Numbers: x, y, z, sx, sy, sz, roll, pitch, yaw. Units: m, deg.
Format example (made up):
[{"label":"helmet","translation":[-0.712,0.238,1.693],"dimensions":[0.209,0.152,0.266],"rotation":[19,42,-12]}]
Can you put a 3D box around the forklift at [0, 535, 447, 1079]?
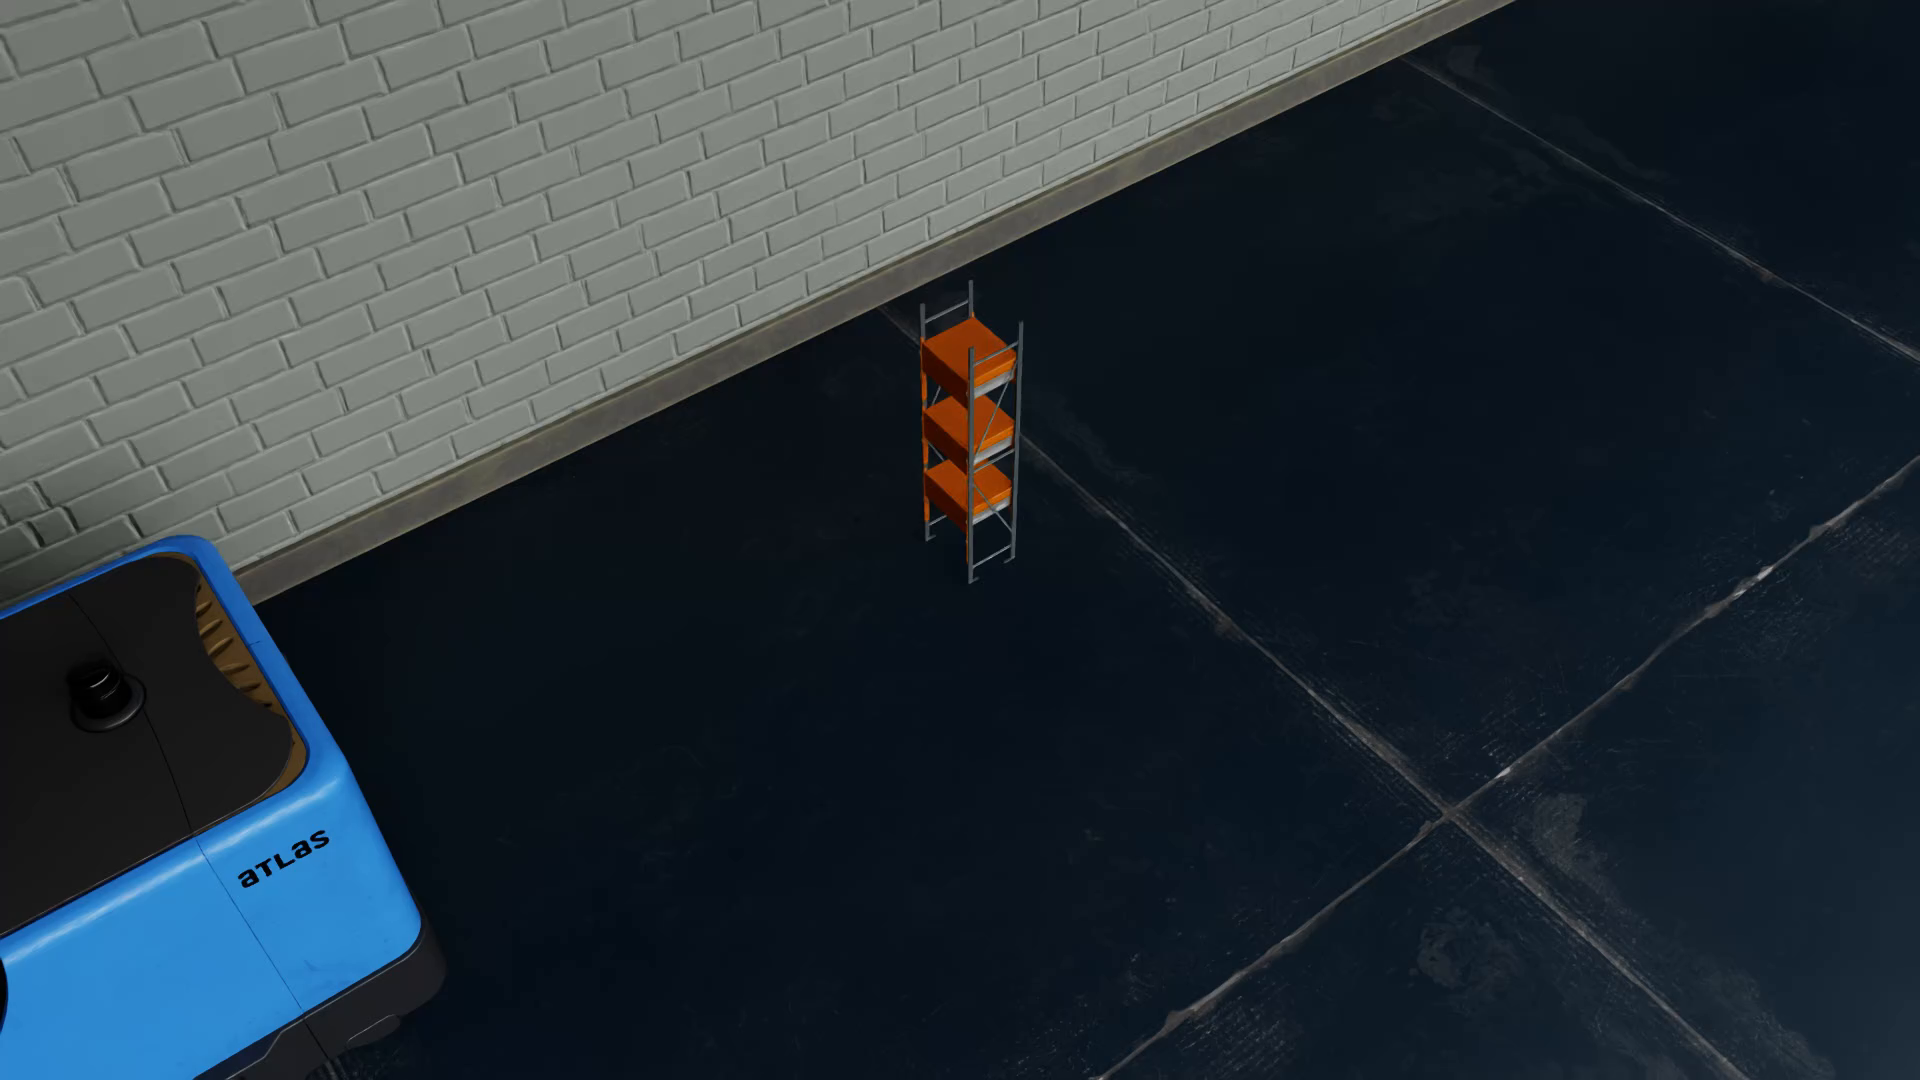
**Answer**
[{"label":"forklift","translation":[-2.892,0.642,3.190],"dimensions":[3.031,2.935,1.130],"rotation":[-29,54,-24]}]

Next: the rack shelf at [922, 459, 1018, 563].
[{"label":"rack shelf","translation":[0.032,-0.127,5.546],"dimensions":[0.215,0.259,0.240],"rotation":[-29,54,-24]}]

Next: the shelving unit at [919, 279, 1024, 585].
[{"label":"shelving unit","translation":[0.032,-0.321,5.332],"dimensions":[0.215,1.050,0.252],"rotation":[-29,54,-24]}]

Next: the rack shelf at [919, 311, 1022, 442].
[{"label":"rack shelf","translation":[0.032,-0.505,5.130],"dimensions":[0.215,0.259,0.240],"rotation":[-29,54,-24]}]

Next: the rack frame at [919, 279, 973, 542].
[{"label":"rack frame","translation":[-0.041,-0.393,5.398],"dimensions":[0.200,1.050,0.008],"rotation":[-29,54,-24]}]

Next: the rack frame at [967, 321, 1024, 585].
[{"label":"rack frame","translation":[0.106,-0.249,5.267],"dimensions":[0.200,1.050,0.008],"rotation":[-29,54,-24]}]

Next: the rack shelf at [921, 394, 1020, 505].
[{"label":"rack shelf","translation":[0.032,-0.314,5.340],"dimensions":[0.215,0.259,0.240],"rotation":[-29,54,-24]}]
